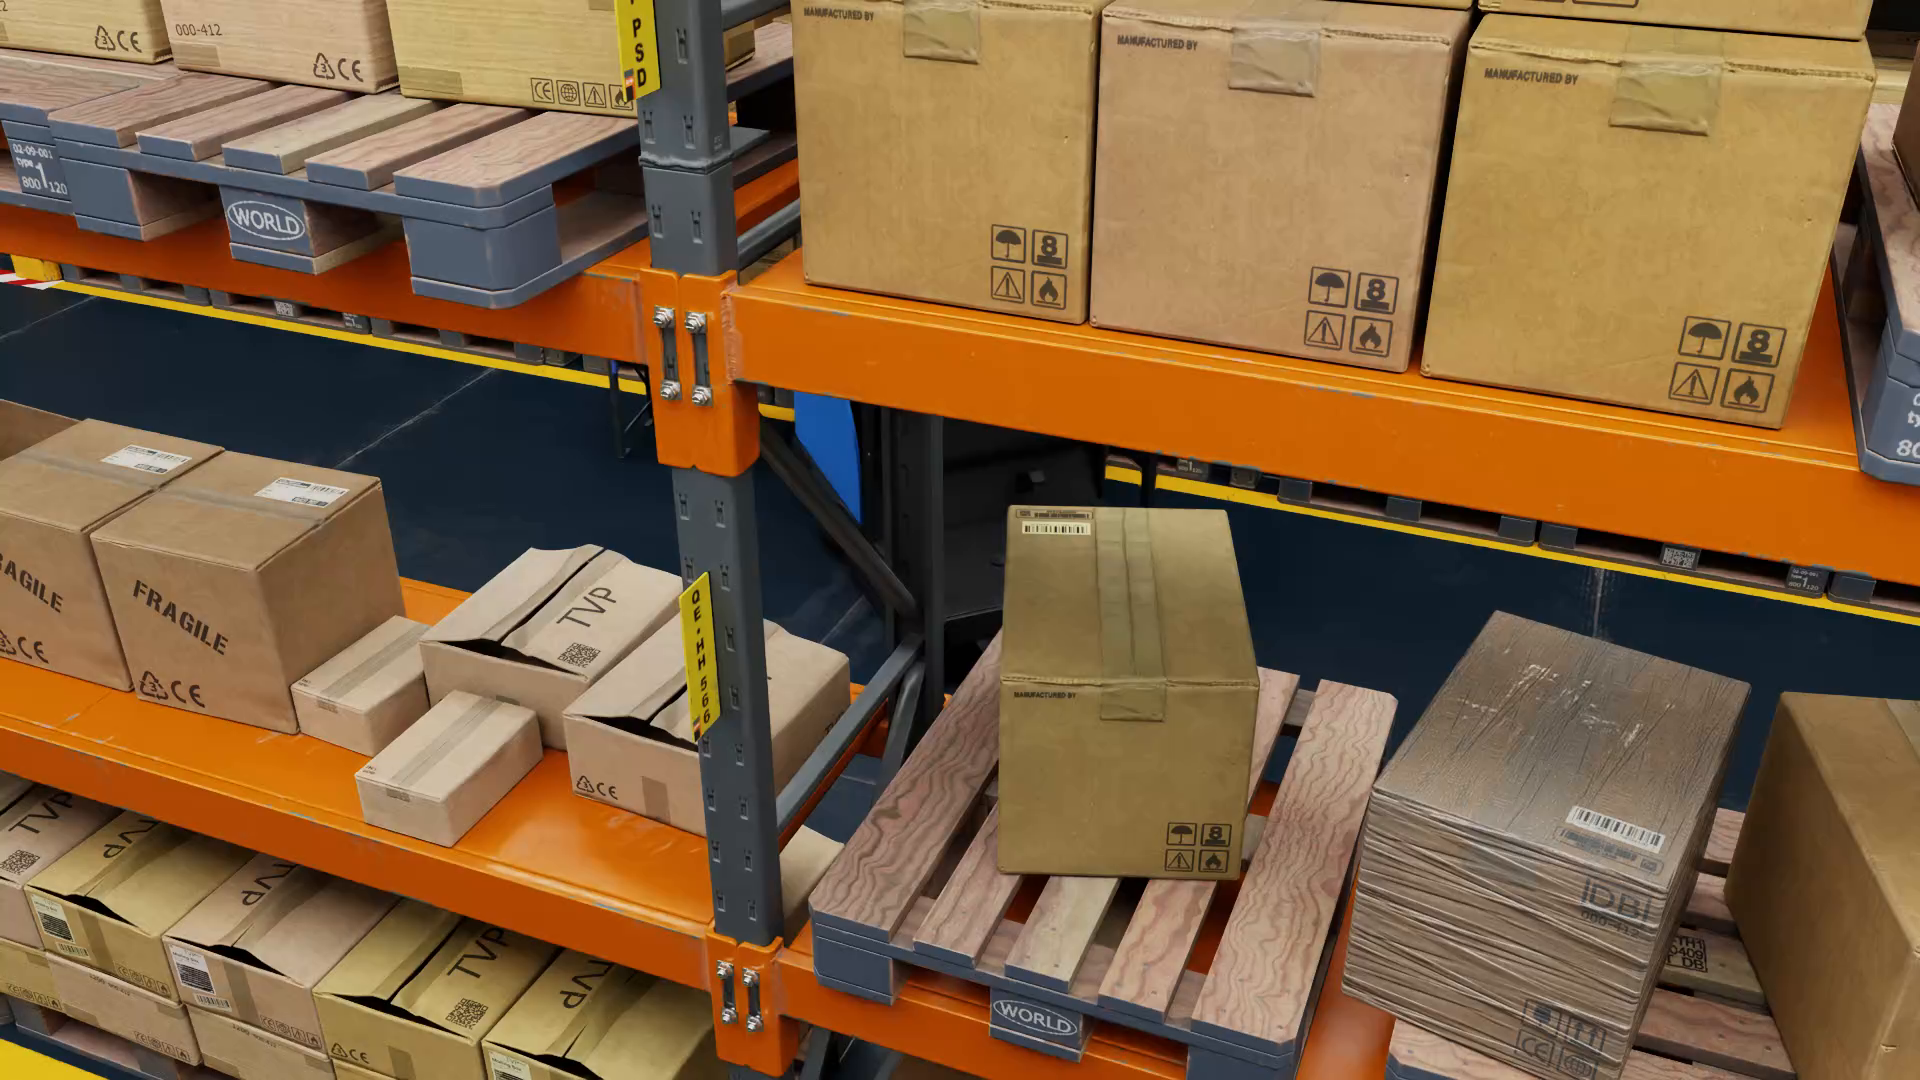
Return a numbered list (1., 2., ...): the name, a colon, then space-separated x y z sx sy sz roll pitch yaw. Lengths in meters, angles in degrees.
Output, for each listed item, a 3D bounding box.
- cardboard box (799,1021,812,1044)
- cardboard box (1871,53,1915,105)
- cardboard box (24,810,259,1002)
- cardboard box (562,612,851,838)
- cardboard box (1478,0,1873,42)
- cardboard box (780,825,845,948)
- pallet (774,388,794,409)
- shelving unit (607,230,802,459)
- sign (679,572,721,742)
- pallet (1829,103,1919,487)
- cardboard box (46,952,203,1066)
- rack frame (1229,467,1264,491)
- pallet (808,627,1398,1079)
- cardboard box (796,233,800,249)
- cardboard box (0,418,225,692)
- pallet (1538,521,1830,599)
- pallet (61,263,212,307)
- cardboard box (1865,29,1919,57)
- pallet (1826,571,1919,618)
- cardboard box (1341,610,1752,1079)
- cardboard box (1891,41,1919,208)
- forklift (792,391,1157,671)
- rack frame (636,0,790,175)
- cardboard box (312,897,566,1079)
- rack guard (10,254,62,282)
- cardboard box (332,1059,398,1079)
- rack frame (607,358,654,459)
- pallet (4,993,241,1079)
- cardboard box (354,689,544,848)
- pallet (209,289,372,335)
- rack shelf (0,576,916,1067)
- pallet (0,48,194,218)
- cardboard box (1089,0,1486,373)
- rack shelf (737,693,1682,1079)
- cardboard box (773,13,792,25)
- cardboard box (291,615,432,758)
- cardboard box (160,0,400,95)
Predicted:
1. cardboard box: -0.658 1.257 4.846 0.500 0.250 0.500 11 31 19
2. cardboard box: 3.811 -1.717 6.554 0.500 0.250 0.500 12 32 20
3. cardboard box: -2.275 0.977 4.771 0.500 0.311 0.500 12 32 20
4. cardboard box: -0.604 0.425 4.041 0.500 0.311 0.500 13 32 22
5. cardboard box: 1.064 -1.039 2.374 0.500 0.500 0.500 11 31 19
6. cardboard box: -0.658 1.012 4.708 0.500 0.311 0.500 12 32 21
7. pallet: -0.274 -0.944 9.205 1.213 0.211 1.003 11 31 19
8. shelving unit: -1.185 -1.140 8.243 1.048 1.500 0.538 5 30 9
9. sign: -0.489 0.223 3.131 0.005 0.325 0.100 11 31 19
10. pallet: 1.883 -0.354 2.470 1.003 0.211 1.213 11 31 19
11. cardboard box: -2.284 1.219 4.912 0.500 0.250 0.500 12 32 20
12. rack frame: 1.576 -1.786 7.862 0.127 3.000 1.000 11 31 19
13. pallet: 0.372 0.650 3.746 1.003 0.211 1.213 11 31 19
14. cardboard box: -0.549 -1.653 8.957 0.500 0.250 0.500 10 31 18
15. cardboard box: -2.332 0.029 4.548 0.500 0.500 0.500 11 31 19
16. pallet: 3.405 -0.166 7.828 1.213 0.211 1.003 11 31 19
17. pallet: -5.027 -1.872 10.847 1.213 0.211 1.003 11 31 19
18. cardboard box: 4.001 -1.942 6.952 0.500 0.250 0.500 10 31 17
19. pallet: 4.539 0.059 7.430 1.213 0.211 1.003 11 31 19
20. cardboard box: 1.119 0.568 3.168 0.500 0.500 0.700 18 34 28
21. cardboard box: 1.747 -0.735 2.323 0.600 0.600 0.600 10 31 17
22. forklift: 0.212 -0.956 6.463 1.130 2.935 3.031 -11 31 -19
23. rack frame: -0.283 -2.138 2.388 0.127 3.000 1.000 11 31 19
24. cardboard box: -1.345 1.165 4.437 0.500 0.311 0.500 11 31 18
25. rack guard: -5.767 -2.164 11.070 0.348 0.500 1.175 11 31 19
26. cardboard box: -1.341 1.408 4.579 0.500 0.250 0.500 11 31 19
27. rack frame: -1.684 -1.187 8.326 0.032 1.500 0.500 5 30 9
28. pallet: -2.158 1.291 5.252 1.213 0.211 1.003 11 31 19
29. cardboard box: -1.220 0.542 3.998 0.250 0.149 0.380 11 31 19
30. pallet: -3.901 -1.645 10.446 1.213 0.211 1.003 11 31 19
31. rack shelf: -2.136 0.416 4.696 4.000 0.370 1.077 11 31 19
32. pallet: -1.983 -1.041 3.686 1.213 0.211 1.003 13 32 21
33. cardboard box: 0.607 -0.716 2.819 0.500 0.500 0.910 11 31 19
34. rack shelf: 1.570 1.156 3.387 4.000 0.370 1.077 11 31 19
35. cardboard box: -0.535 -2.437 8.465 0.500 0.500 0.700 16 33 26
36. cardboard box: -1.486 0.372 4.298 0.250 0.149 0.380 14 32 23
37. cardboard box: -1.217 -1.097 3.320 0.500 0.250 0.500 12 32 20
